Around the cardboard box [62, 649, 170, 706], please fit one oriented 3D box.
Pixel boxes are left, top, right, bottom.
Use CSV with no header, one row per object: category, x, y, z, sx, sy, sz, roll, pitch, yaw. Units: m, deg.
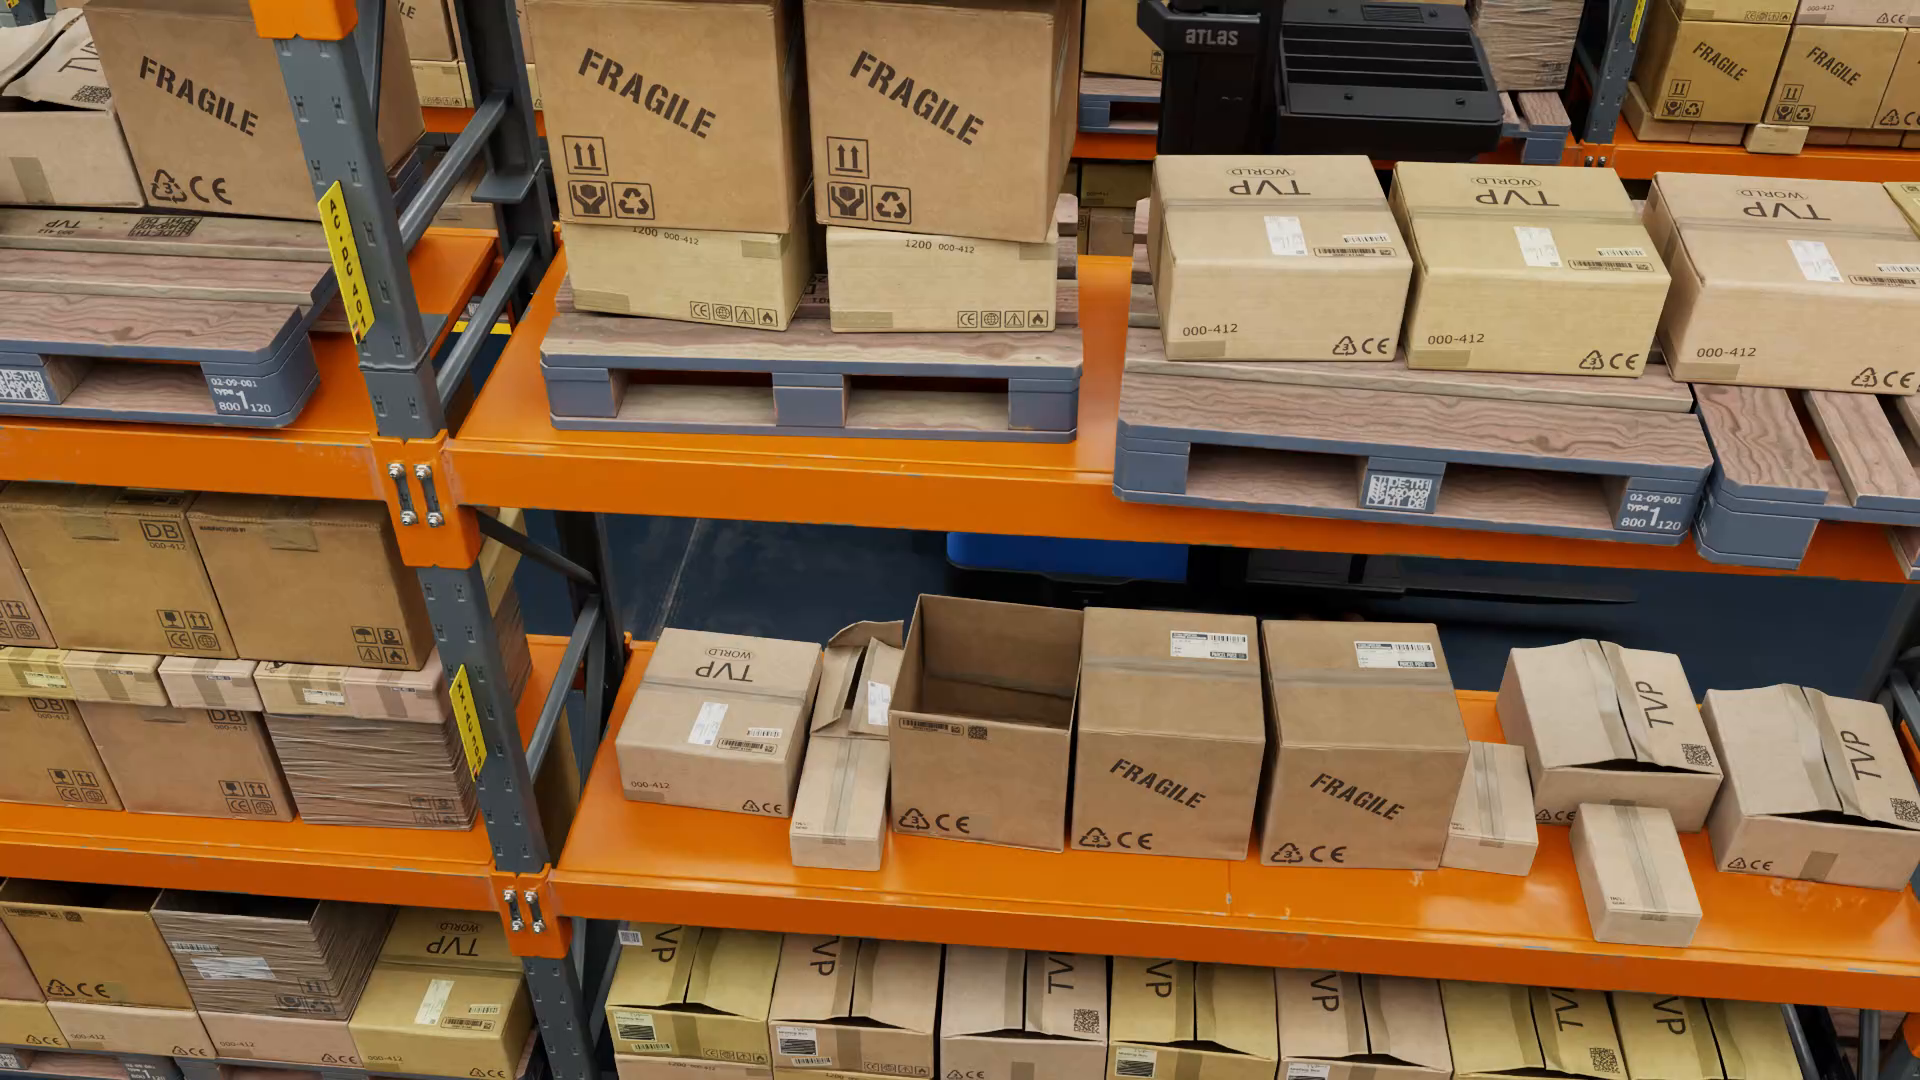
cardboard box,-2.259,0.273,4.616,0.250,0.149,0.380,3,39,4

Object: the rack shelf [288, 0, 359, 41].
rack shelf,0.792,-1.299,3.275,4.000,0.370,1.077,3,39,4

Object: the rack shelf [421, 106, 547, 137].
rack shelf,-2.770,-2.461,9.138,4.000,0.370,1.077,3,39,4

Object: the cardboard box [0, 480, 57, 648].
cardboard box,-2.646,-0.132,4.600,0.500,0.500,0.700,3,39,4

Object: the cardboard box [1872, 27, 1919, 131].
cardboard box,4.685,-2.326,8.071,0.500,0.500,0.500,3,39,4

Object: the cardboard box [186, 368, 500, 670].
cardboard box,-1.644,-0.078,4.533,0.500,0.500,0.700,3,39,4

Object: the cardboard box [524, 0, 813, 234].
cardboard box,-0.590,-1.016,3.609,0.500,0.500,0.500,4,39,4

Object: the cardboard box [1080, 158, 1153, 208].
cardboard box,0.915,-2.046,9.095,0.500,0.250,0.500,2,39,3

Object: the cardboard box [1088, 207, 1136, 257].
cardboard box,0.981,-1.753,9.330,0.500,0.500,0.700,4,39,4

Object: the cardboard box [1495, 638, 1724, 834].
cardboard box,1.910,0.566,4.919,0.500,0.311,0.500,3,39,3

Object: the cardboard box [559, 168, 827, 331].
cardboard box,-0.588,-0.744,3.868,0.500,0.250,0.500,7,40,8

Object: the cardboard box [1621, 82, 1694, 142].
cardboard box,3.516,-2.160,8.381,0.250,0.149,0.380,3,39,3

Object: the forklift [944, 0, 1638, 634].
forklift,1.481,-1.008,6.837,3.031,2.935,1.130,4,39,5

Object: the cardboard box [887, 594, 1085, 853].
cardboard box,0.088,0.526,4.818,0.500,0.500,0.500,6,40,7

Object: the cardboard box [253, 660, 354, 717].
cardboard box,-1.737,0.299,4.584,0.250,0.149,0.380,2,39,3

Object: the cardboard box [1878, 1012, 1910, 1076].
cardboard box,3.213,1.706,5.080,0.500,0.500,0.500,5,39,6

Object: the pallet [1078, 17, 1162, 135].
pallet,1.232,-2.421,8.671,1.213,0.211,1.003,3,39,4

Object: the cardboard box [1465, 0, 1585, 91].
cardboard box,2.739,-2.642,8.363,0.500,0.500,0.700,-1,39,-1

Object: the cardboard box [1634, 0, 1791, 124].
cardboard box,3.670,-2.388,8.147,0.500,0.500,0.500,4,39,5

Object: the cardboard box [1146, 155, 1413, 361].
cardboard box,0.699,-0.641,3.742,0.500,0.250,0.500,0,39,0

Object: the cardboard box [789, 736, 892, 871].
cardboard box,-0.336,0.759,4.811,0.250,0.149,0.380,3,39,4

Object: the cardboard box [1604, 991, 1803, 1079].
cardboard box,2.241,1.515,5.085,0.500,0.311,0.500,4,39,5

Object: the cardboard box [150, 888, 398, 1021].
cardboard box,-2.179,1.175,5.353,0.500,0.500,0.500,3,39,4

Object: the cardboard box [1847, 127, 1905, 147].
cardboard box,4.544,-2.128,8.342,0.250,0.149,0.380,4,39,5

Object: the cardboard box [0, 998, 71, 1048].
cardboard box,-3.177,1.422,5.643,0.500,0.250,0.500,3,39,4

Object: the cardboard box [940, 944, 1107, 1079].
cardboard box,0.203,1.408,5.216,0.500,0.311,0.500,2,39,2

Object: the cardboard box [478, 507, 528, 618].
cardboard box,-1.452,0.058,4.881,0.250,0.149,0.380,3,39,4

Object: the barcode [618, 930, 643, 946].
barcode,-0.983,1.187,4.958,0.075,0.075,0.001,3,39,4

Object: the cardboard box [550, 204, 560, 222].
cardboard box,-2.369,-1.796,9.661,0.250,0.149,0.380,0,39,0

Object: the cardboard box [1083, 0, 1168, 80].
cardboard box,0.942,-2.740,8.483,0.500,0.500,0.700,8,40,10

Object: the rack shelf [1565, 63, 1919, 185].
rack shelf,5.200,-2.025,8.603,4.000,0.370,1.077,3,39,4

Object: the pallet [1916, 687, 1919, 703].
pallet,3.465,0.769,4.751,1.003,0.211,1.213,3,39,4

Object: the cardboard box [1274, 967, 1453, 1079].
cardboard box,1.220,1.461,5.150,0.500,0.311,0.500,3,39,4

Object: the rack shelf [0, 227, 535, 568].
rack shelf,-3.194,-0.509,4.363,4.000,0.370,1.077,3,39,4

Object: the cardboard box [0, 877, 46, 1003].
cardboard box,-3.177,1.132,5.405,0.500,0.500,0.500,3,39,4

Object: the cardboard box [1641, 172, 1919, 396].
cardboard box,1.803,-0.572,3.657,0.500,0.250,0.500,4,39,5

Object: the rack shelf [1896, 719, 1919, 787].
rack shelf,4.777,1.090,4.775,4.000,0.370,1.077,3,39,4

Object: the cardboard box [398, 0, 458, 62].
cardboard box,-2.792,-2.789,8.479,0.500,0.500,0.500,4,39,5

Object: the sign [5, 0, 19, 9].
sign,-4.809,-2.844,8.352,0.005,0.325,0.100,3,39,4

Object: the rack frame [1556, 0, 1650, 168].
rack frame,3.208,-2.413,8.509,0.127,3.000,1.000,3,39,4

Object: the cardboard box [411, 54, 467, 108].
cardboard box,-2.775,-2.493,8.710,0.500,0.250,0.500,3,39,4

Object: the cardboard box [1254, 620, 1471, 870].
cardboard box,1.111,0.582,4.750,0.500,0.500,0.500,1,39,1

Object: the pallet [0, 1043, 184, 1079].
pallet,-3.208,1.431,5.995,1.213,0.211,1.003,3,39,4

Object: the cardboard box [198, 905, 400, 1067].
cardboard box,-2.179,1.467,5.588,0.500,0.250,0.500,3,39,4

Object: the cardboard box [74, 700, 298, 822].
cardboard box,-2.170,0.401,4.973,0.500,0.500,0.700,3,39,3

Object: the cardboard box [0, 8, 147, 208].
cardboard box,-2.218,-1.084,4.127,0.500,0.311,0.500,1,39,1

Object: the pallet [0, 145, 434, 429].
pallet,-2.053,-0.675,4.067,1.213,0.211,1.003,3,39,4

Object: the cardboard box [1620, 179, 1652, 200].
cardboard box,3.929,-1.620,8.905,0.750,0.750,0.750,3,39,3

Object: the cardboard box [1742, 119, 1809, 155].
cardboard box,4.024,-2.073,8.275,0.250,0.149,0.380,4,39,5

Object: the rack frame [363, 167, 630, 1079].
rack frame,-1.201,0.484,4.949,0.127,3.000,1.000,3,39,4

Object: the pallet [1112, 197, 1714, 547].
pallet,0.986,-0.428,3.843,1.213,0.211,1.003,5,39,6

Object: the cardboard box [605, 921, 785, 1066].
cardboard box,-0.811,1.350,5.287,0.500,0.311,0.500,3,39,4

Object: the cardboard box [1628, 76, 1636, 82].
cardboard box,3.554,-2.467,8.758,0.250,0.149,0.380,4,39,5

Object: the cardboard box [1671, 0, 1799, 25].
cardboard box,3.667,-2.678,7.909,0.500,0.250,0.500,4,39,5

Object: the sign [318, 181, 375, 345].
sign,-1.247,-0.561,3.385,0.005,0.325,0.100,3,39,4

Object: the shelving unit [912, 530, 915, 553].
shelving unit,-0.119,-0.474,7.553,0.189,1.200,0.258,4,39,5

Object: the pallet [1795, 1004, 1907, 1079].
pallet,3.525,1.848,5.483,1.213,0.211,1.003,3,39,4

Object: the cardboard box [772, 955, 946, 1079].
cardboard box,-0.311,1.594,5.431,0.500,0.250,0.500,4,39,5

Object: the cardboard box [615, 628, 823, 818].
cardboard box,-0.707,0.542,4.997,0.500,0.250,0.500,5,39,7
